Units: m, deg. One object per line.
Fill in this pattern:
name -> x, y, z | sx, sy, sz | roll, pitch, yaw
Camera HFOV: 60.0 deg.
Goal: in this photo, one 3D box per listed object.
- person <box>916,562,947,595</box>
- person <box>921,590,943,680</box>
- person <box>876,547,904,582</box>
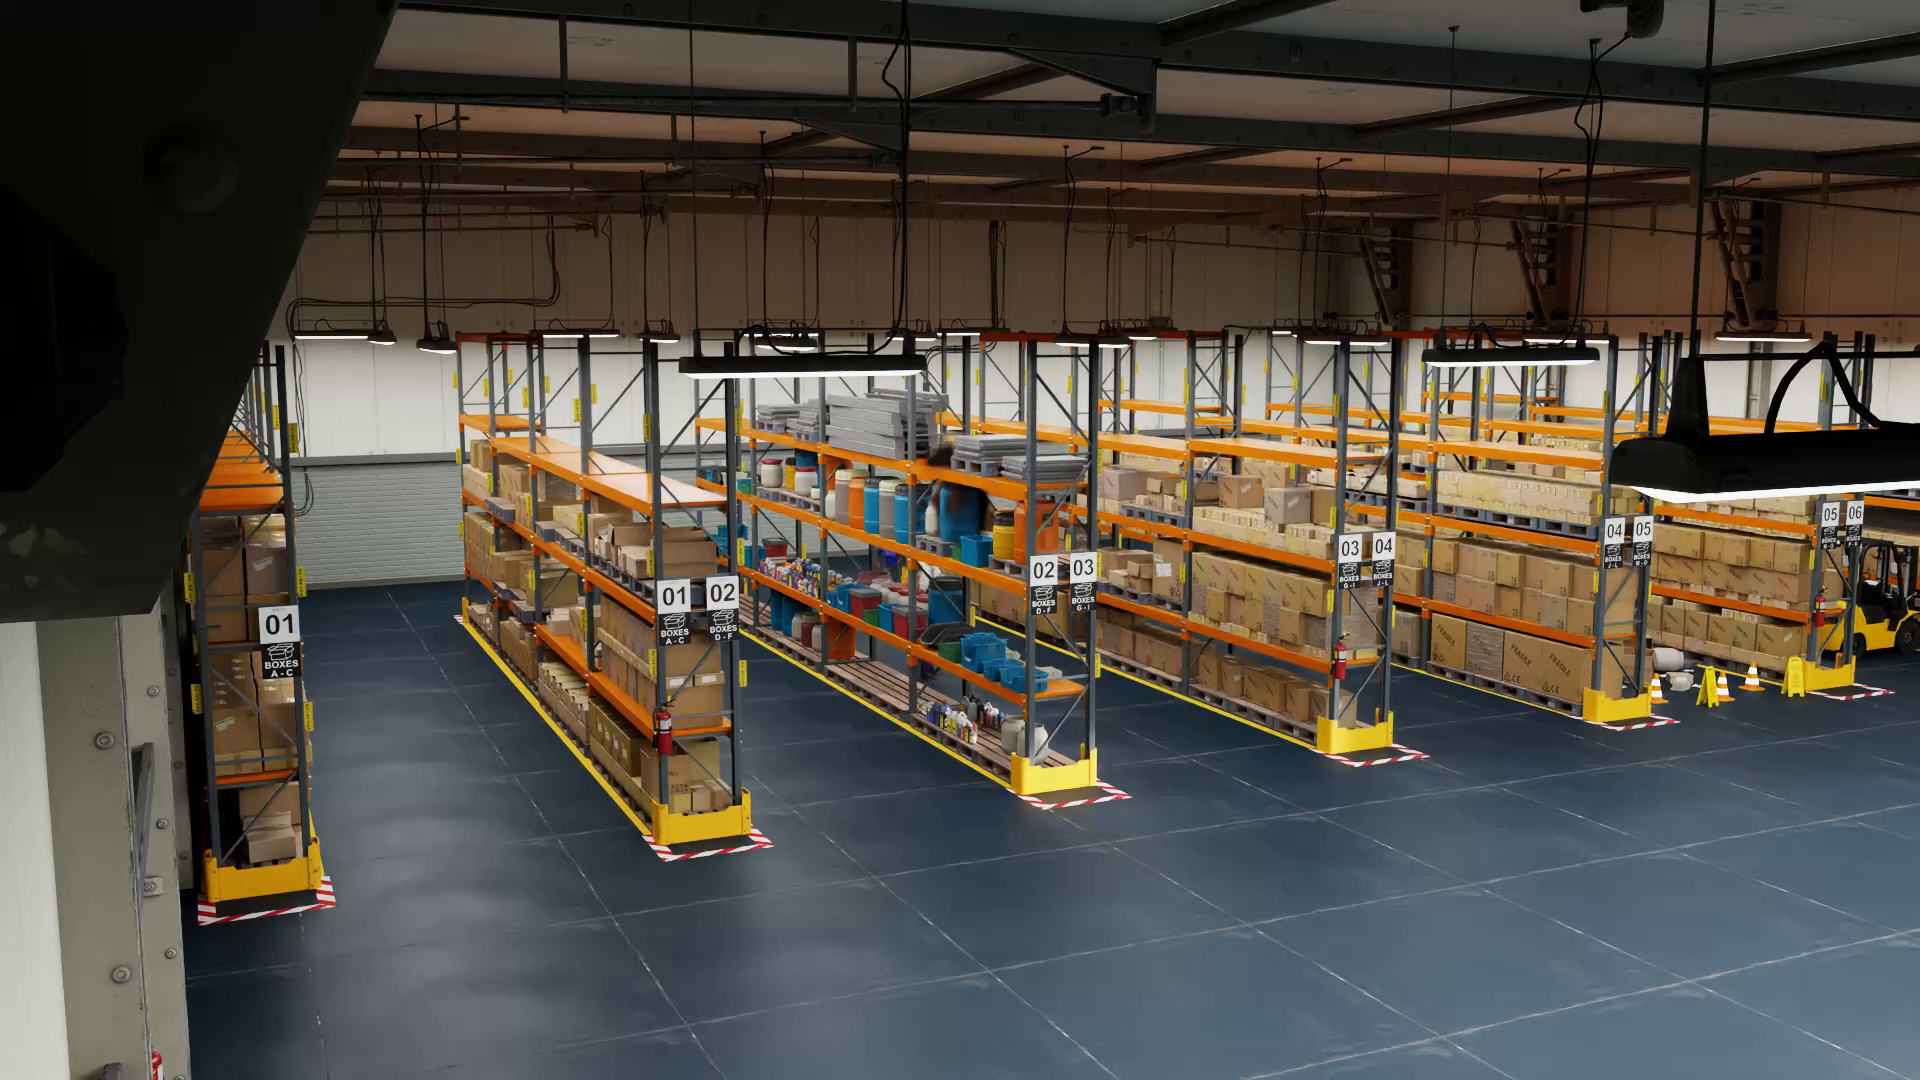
person -> -0.546, 1.001, 32.864 | 0.656, 1.747, 0.995 | -4, 9, -26
person -> -0.513, 1.616, 29.112 | 0.376, 1.626, 0.613 | 2, 8, 18
person -> -1.461, 0.667, 35.848 | 0.593, 1.609, 1.028 | -3, 8, -24
